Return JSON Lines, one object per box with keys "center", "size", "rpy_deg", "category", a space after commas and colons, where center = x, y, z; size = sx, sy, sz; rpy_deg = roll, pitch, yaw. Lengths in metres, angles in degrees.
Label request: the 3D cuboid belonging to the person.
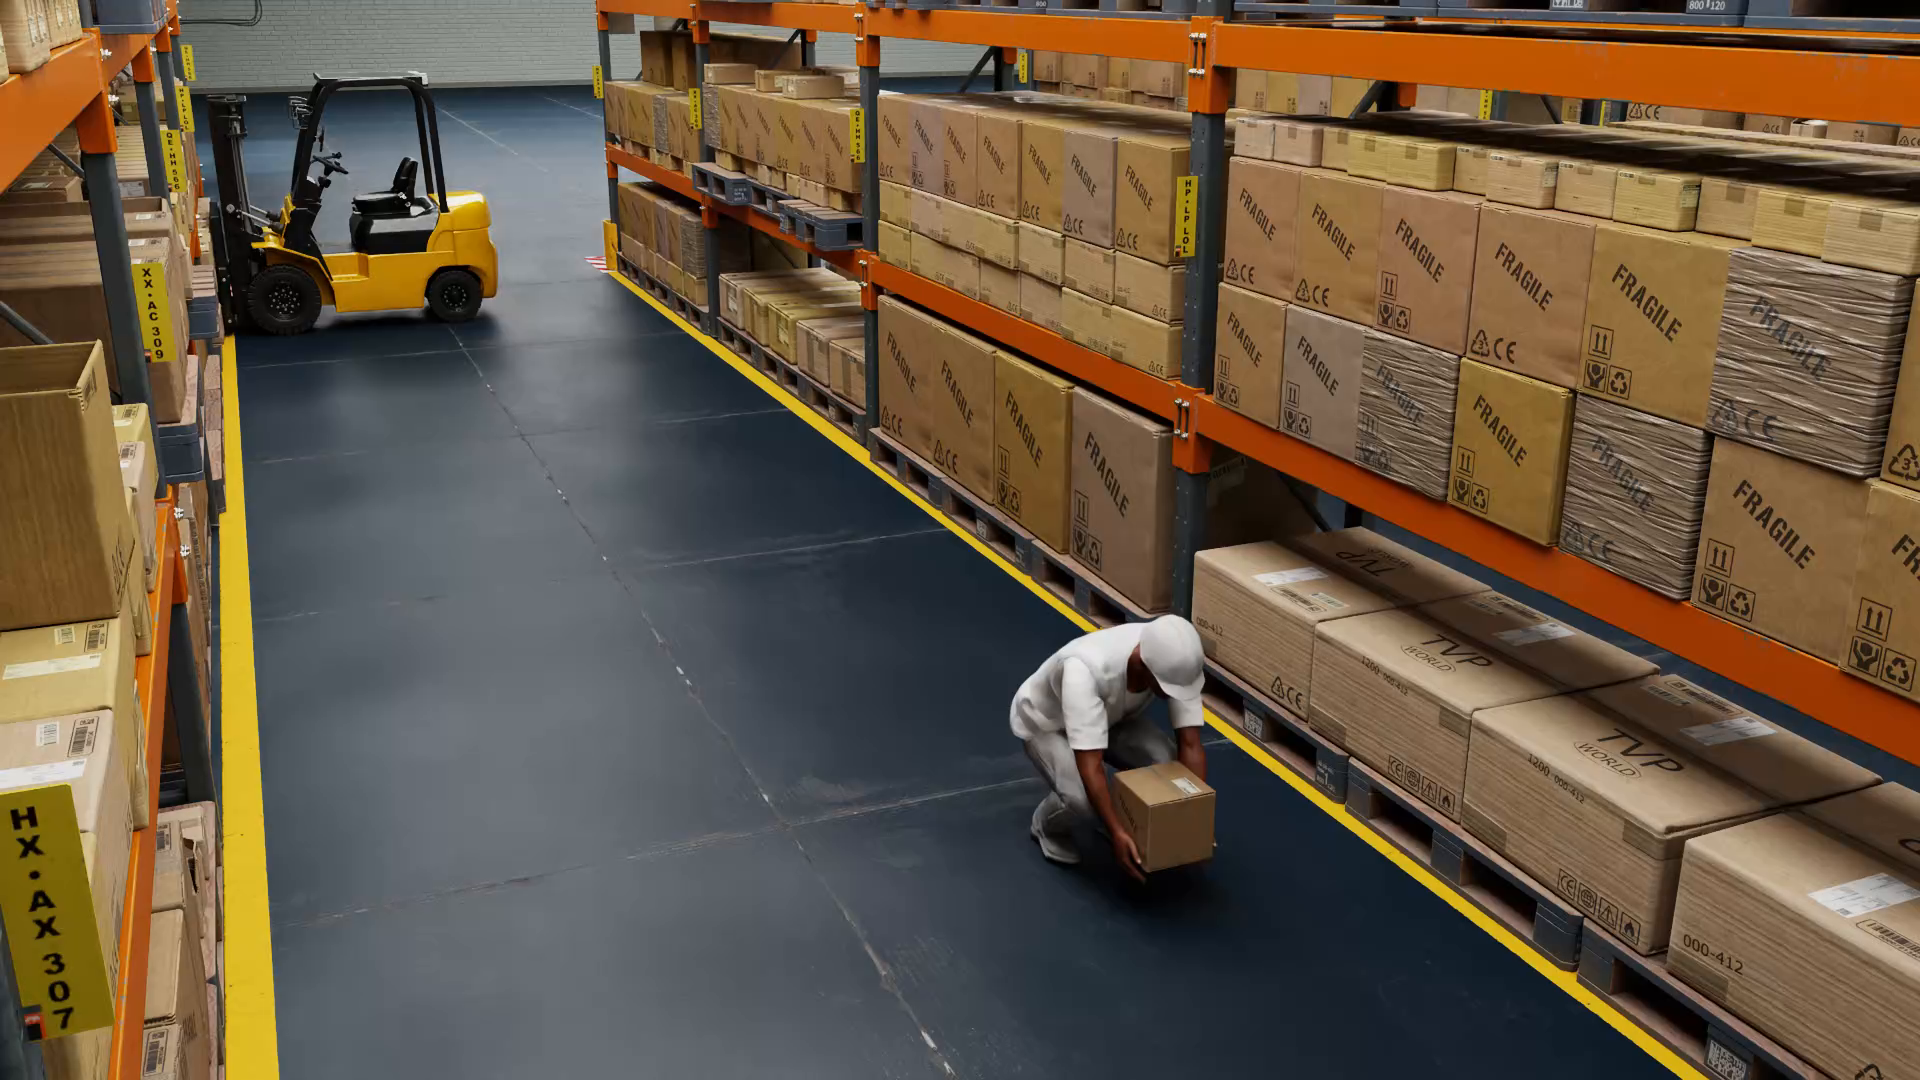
{"center": [0.556, 0.658, 5.779], "size": [0.555, 1.010, 0.893], "rpy_deg": [-9, 21, -24], "category": "person"}
